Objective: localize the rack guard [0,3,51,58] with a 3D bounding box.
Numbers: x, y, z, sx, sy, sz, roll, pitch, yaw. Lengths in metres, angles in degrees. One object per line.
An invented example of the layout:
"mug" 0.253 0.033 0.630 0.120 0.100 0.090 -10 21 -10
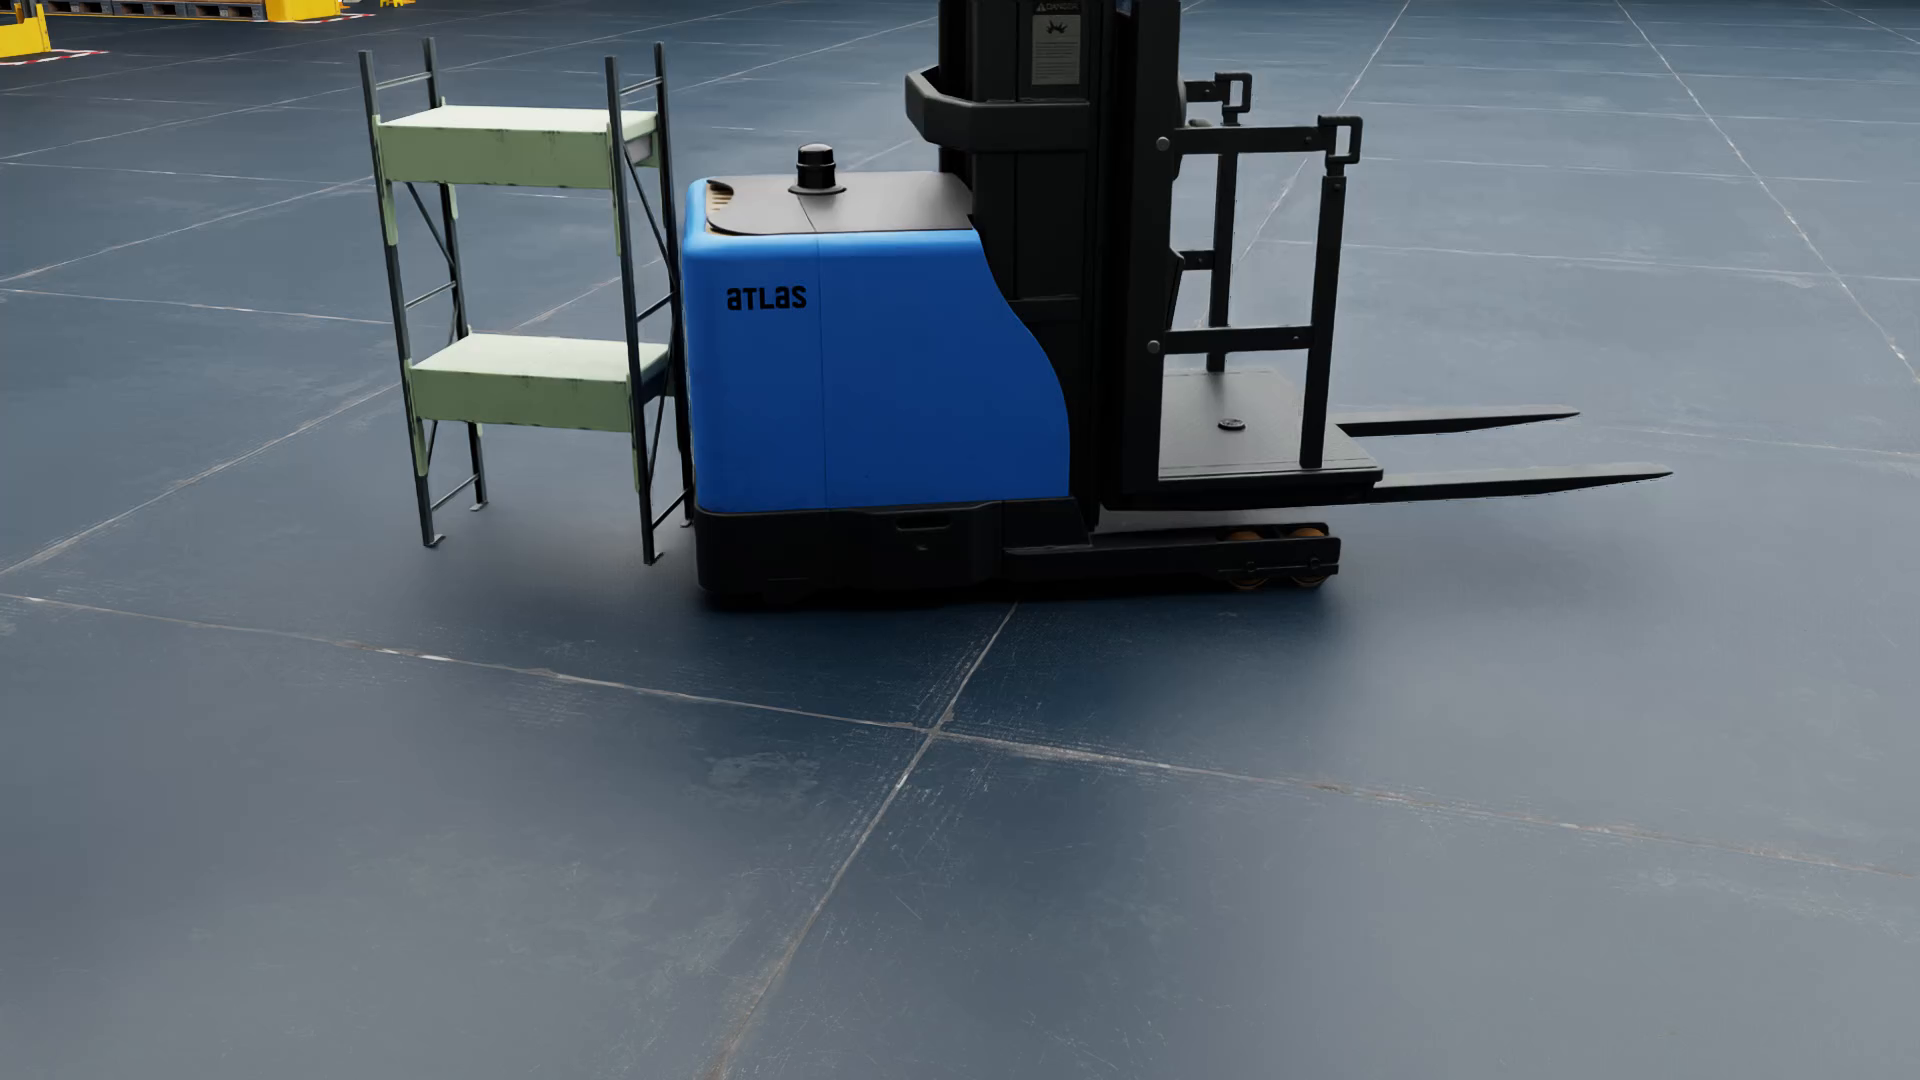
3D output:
"rack guard" -10.495 -5.526 18.083 0.348 0.500 1.175 7 23 16

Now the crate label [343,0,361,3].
"crate label" -9.109 -8.152 24.962 0.298 0.136 0.250 -5 23 -12

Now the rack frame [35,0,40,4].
"rack frame" -12.722 -8.904 23.023 0.127 3.000 1.000 7 23 16

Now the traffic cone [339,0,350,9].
"traffic cone" -8.991 -7.865 23.835 0.334 0.463 0.336 7 23 16

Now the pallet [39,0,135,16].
"pallet" -12.017 -7.502 23.280 1.213 0.211 1.003 7 23 15

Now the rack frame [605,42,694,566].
"rack frame" -0.915 -0.691 4.978 0.023 1.500 0.400 4 23 10

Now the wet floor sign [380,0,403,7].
"wet floor sign" -8.293 -8.092 24.147 0.232 0.644 0.267 3 22 6

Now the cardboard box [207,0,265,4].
"cardboard box" -9.561 -7.727 22.400 0.875 0.875 0.875 7 23 16

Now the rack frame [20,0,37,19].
"rack frame" -10.422 -6.674 17.588 0.127 3.000 1.000 7 23 16

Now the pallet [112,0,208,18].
"pallet" -10.845 -7.369 22.956 1.213 0.211 1.003 7 23 15

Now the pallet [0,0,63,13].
"pallet" -13.483 -7.671 23.692 1.213 0.211 1.003 7 23 16

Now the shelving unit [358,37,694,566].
"shelving unit" -1.274 -0.718 5.045 0.755 1.500 0.431 4 23 10

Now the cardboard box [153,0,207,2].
"cardboard box" -10.404 -7.822 22.634 0.875 0.875 0.875 6 23 15

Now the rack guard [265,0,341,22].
"rack guard" -8.870 -7.306 22.422 0.348 0.500 1.175 7 23 16

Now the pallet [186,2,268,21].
"pallet" -9.681 -7.234 22.628 1.213 0.211 1.003 7 23 15

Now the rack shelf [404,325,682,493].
"rack shelf" -1.274 -0.417 5.169 0.720 0.370 0.431 4 23 10

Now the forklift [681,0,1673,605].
"forklift" 0.688 -1.408 4.840 3.031 2.935 1.130 -3 23 -7

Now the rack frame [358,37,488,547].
"rack frame" -1.633 -0.746 5.112 0.023 1.500 0.400 4 23 10

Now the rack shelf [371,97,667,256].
"rack shelf" -1.274 -1.079 4.897 0.720 0.370 0.431 4 23 10

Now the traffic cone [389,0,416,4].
"traffic cone" -8.339 -8.239 24.745 0.334 0.463 0.336 7 23 16
